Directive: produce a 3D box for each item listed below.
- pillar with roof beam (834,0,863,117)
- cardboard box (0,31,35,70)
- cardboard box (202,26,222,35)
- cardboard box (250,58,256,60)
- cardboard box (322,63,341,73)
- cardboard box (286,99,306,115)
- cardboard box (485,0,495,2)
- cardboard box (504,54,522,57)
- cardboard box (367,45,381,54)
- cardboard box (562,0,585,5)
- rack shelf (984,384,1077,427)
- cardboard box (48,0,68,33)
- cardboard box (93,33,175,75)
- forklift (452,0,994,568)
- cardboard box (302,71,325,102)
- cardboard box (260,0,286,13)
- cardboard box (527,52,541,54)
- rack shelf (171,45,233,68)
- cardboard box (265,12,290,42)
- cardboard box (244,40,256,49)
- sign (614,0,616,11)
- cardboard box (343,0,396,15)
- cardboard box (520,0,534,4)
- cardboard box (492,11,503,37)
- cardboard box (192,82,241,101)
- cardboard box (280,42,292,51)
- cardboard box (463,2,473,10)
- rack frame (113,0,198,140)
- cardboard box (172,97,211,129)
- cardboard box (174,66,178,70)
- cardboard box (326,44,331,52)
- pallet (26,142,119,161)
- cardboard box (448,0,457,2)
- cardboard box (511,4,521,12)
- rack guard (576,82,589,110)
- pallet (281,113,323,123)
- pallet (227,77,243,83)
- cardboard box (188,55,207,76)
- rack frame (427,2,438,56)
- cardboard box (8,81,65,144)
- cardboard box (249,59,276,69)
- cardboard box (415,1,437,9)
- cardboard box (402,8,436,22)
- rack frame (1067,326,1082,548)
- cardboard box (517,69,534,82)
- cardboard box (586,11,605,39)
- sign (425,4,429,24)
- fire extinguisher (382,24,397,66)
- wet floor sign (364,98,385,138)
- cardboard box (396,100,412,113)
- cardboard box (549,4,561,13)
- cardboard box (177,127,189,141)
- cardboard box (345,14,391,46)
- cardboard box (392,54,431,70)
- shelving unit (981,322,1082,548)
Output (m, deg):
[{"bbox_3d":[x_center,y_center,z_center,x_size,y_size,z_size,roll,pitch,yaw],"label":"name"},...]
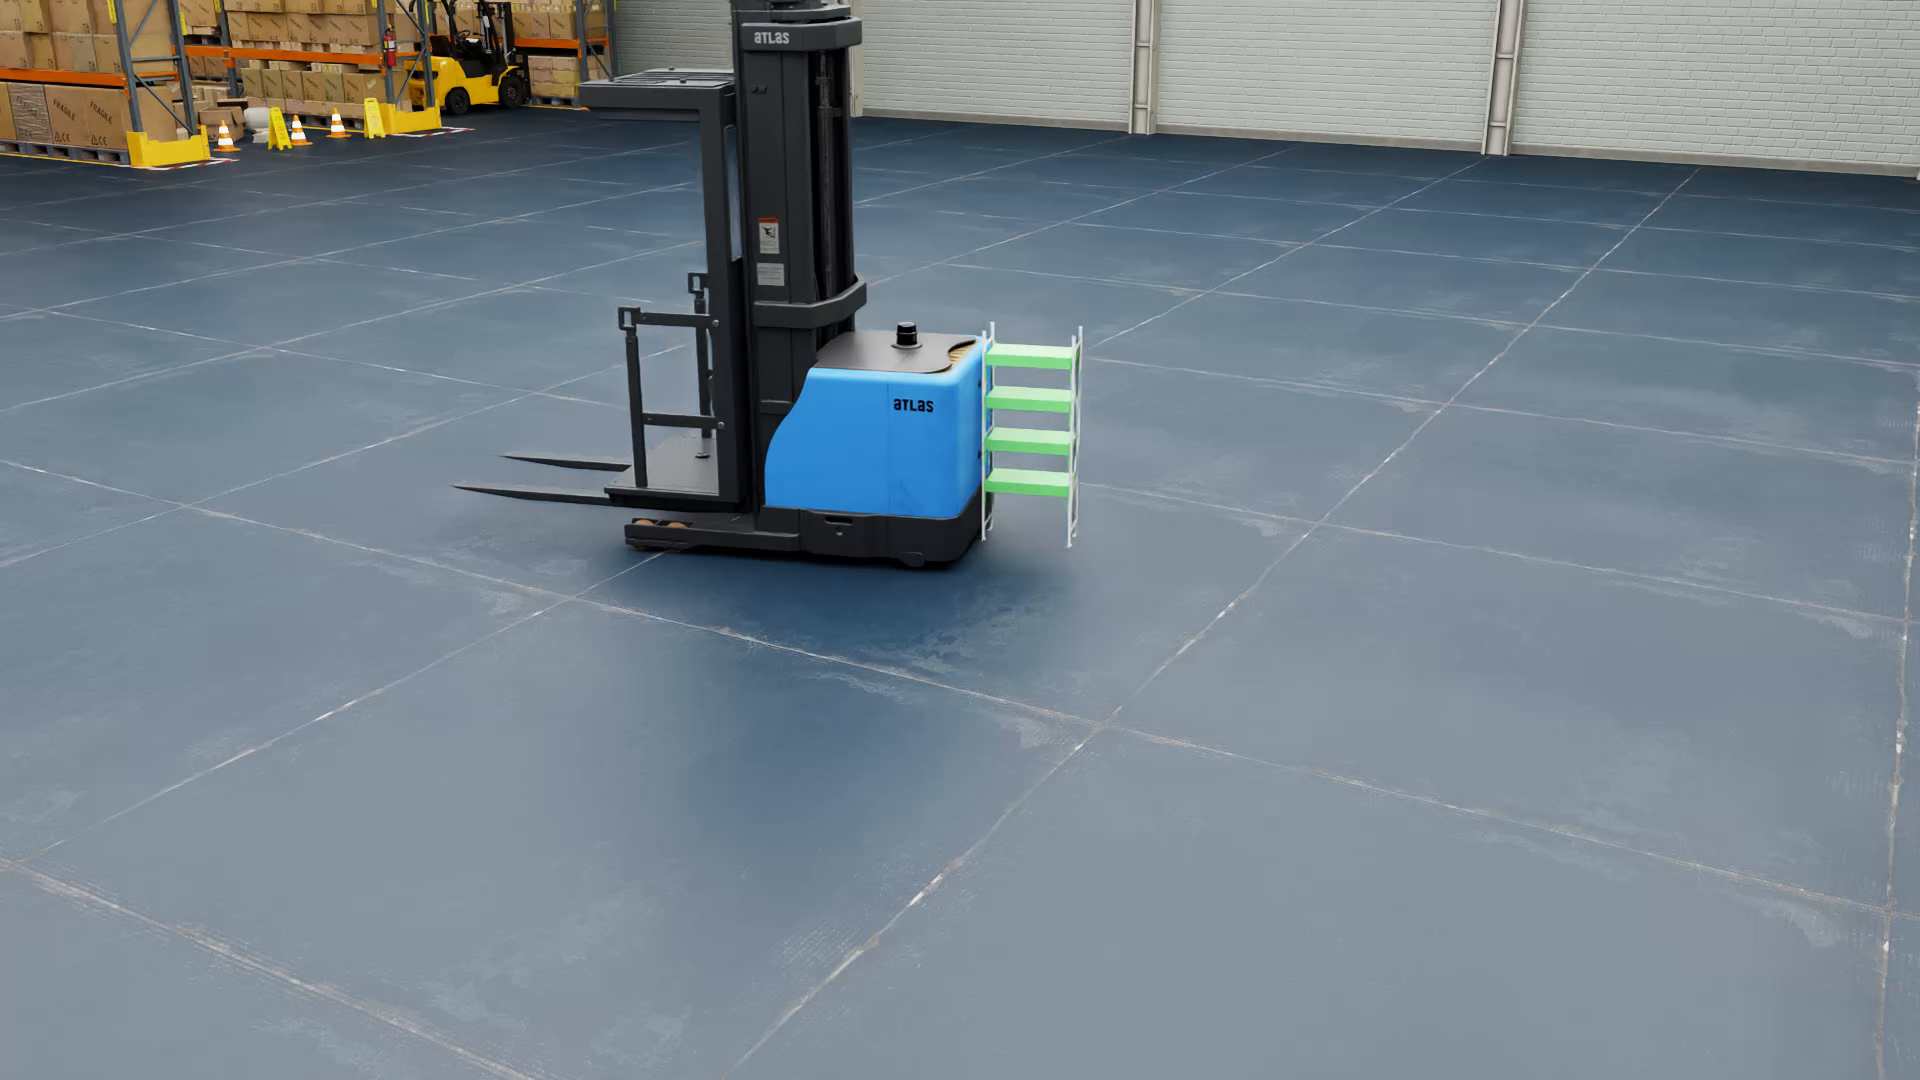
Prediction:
[{"bbox_3d":[-4.180,-10.995,26.480,0.400,9.000,9.100,11,23,27],"label":"pillar with roof beam"},{"bbox_3d":[-14.153,-7.570,25.615,0.550,0.550,0.875,11,23,27],"label":"cardboard box"},{"bbox_3d":[-13.644,-9.340,30.467,0.250,0.149,0.380,11,23,28],"label":"cardboard box"},{"bbox_3d":[-15.499,-10.602,37.244,0.500,0.500,0.500,12,23,30],"label":"cardboard box"},{"bbox_3d":[-10.966,-8.294,29.196,0.250,0.149,0.380,11,23,28],"label":"cardboard box"},{"bbox_3d":[-11.741,-7.811,29.915,0.500,0.250,0.500,10,22,27],"label":"cardboard box"},{"bbox_3d":[-9.346,-10.895,33.468,0.250,0.149,0.380,11,23,27],"label":"cardboard box"},{"bbox_3d":[-9.037,-9.680,33.601,0.500,0.250,0.500,10,22,26],"label":"cardboard box"},{"bbox_3d":[-9.999,-8.472,28.691,0.250,0.149,0.380,12,23,29],"label":"cardboard box"},{"bbox_3d":[-7.566,-10.559,32.541,0.250,0.149,0.380,11,23,27],"label":"cardboard box"},{"bbox_3d":[0.393,-0.742,9.135,0.480,0.148,0.258,4,20,12],"label":"rack shelf"},{"bbox_3d":[-13.147,-7.951,25.081,0.550,0.550,0.875,11,23,27],"label":"cardboard box"},{"bbox_3d":[-12.240,-7.220,24.651,0.550,0.550,0.875,11,23,27],"label":"cardboard box"},{"bbox_3d":[-1.376,-1.476,9.135,3.031,2.935,1.130,4,20,12],"label":"forklift"},{"bbox_3d":[-11.289,-8.077,29.549,0.500,0.500,0.500,10,22,26],"label":"cardboard box"},{"bbox_3d":[-11.921,-9.593,29.364,0.500,0.500,0.700,10,22,26],"label":"cardboard box"},{"bbox_3d":[-8.791,-9.837,34.035,0.500,0.250,0.500,10,22,26],"label":"cardboard box"},{"bbox_3d":[-14.806,-9.252,31.526,4.000,0.370,1.077,11,23,27],"label":"rack shelf"},{"bbox_3d":[-11.930,-9.124,29.536,0.500,0.500,0.500,11,22,27],"label":"cardboard box"},{"bbox_3d":[-12.696,-8.965,30.048,0.250,0.149,0.380,12,23,29],"label":"cardboard box"},{"bbox_3d":[-6.875,-10.679,33.020,0.005,0.325,0.100,11,23,27],"label":"sign"},{"bbox_3d":[-10.120,-9.269,28.469,0.500,0.500,0.700,10,22,26],"label":"cardboard box"},{"bbox_3d":[-8.501,-10.700,32.930,0.250,0.149,0.380,11,23,29],"label":"cardboard box"},{"bbox_3d":[-9.048,-10.376,33.423,0.500,0.500,0.500,11,23,28],"label":"cardboard box"},{"bbox_3d":[-14.148,-8.424,31.428,0.625,0.372,0.950,12,23,31],"label":"cardboard box"},{"bbox_3d":[-11.829,-8.776,29.527,0.250,0.149,0.380,11,23,28],"label":"cardboard box"},{"bbox_3d":[-9.845,-10.815,33.684,0.250,0.149,0.380,11,23,28],"label":"cardboard box"},{"bbox_3d":[-11.894,-7.102,24.544,0.127,3.000,1.000,11,23,27],"label":"rack frame"},{"bbox_3d":[-13.156,-7.174,28.205,0.503,0.637,0.797,11,23,27],"label":"cardboard box"},{"bbox_3d":[-18.256,-10.928,38.658,0.250,0.149,0.380,10,22,26],"label":"cardboard box"},{"bbox_3d":[-10.882,-8.649,29.178,0.250,0.149,0.380,11,23,28],"label":"cardboard box"},{"bbox_3d":[-13.691,-6.104,25.882,1.213,0.211,1.003,11,23,27],"label":"pallet"},{"bbox_3d":[-10.228,-11.075,33.962,0.250,0.149,0.380,11,23,28],"label":"cardboard box"},{"bbox_3d":[-8.722,-10.603,33.097,0.250,0.149,0.380,11,23,28],"label":"cardboard box"},{"bbox_3d":[-7.129,-8.891,33.143,0.348,0.500,1.175,11,23,27],"label":"rack guard"},{"bbox_3d":[-12.456,-7.845,30.683,1.213,0.211,1.003,11,23,27],"label":"pallet"},{"bbox_3d":[-15.829,-10.428,37.805,1.213,0.211,1.003,11,23,27],"label":"pallet"},{"bbox_3d":[-17.314,-10.941,38.178,0.500,0.500,0.500,12,23,30],"label":"cardboard box"},{"bbox_3d":[-10.642,-10.736,34.562,0.127,3.000,1.000,11,23,27],"label":"rack frame"},{"bbox_3d":[-14.082,-6.691,25.912,0.875,0.875,0.875,11,23,28],"label":"cardboard box"},{"bbox_3d":[-12.597,-8.602,30.047,0.250,0.149,0.380,11,23,28],"label":"cardboard box"},{"bbox_3d":[-11.049,-11.078,34.409,0.250,0.149,0.380,12,23,29],"label":"cardboard box"},{"bbox_3d":[-11.196,-10.906,34.517,0.500,0.250,0.500,10,22,26],"label":"cardboard box"},{"bbox_3d":[0.630,-0.558,9.144,0.015,1.200,0.240,4,20,12],"label":"rack frame"},{"bbox_3d":[-8.621,-9.364,33.465,0.500,0.250,0.500,10,22,26],"label":"cardboard box"},{"bbox_3d":[-7.447,-10.282,33.166,0.500,0.500,0.500,12,23,29],"label":"cardboard box"},{"bbox_3d":[-9.303,-9.161,28.950,0.005,0.325,0.100,11,23,27],"label":"sign"},{"bbox_3d":[-9.693,-8.399,28.235,0.183,0.674,0.296,11,23,27],"label":"fire extinguisher"},{"bbox_3d":[-9.924,-7.135,28.089,0.267,0.644,0.232,-16,26,-38],"label":"wet floor sign"},{"bbox_3d":[-10.137,-7.713,29.647,0.500,0.250,0.500,11,22,27],"label":"cardboard box"},{"bbox_3d":[-7.827,-10.430,32.622,0.250,0.149,0.380,11,23,28],"label":"cardboard box"},{"bbox_3d":[-12.987,-6.744,27.567,0.258,0.266,0.396,16,25,36],"label":"cardboard box"},{"bbox_3d":[-10.176,-8.787,28.608,0.500,0.500,0.500,10,22,26],"label":"cardboard box"},{"bbox_3d":[-11.777,-10.031,35.487,0.625,0.625,0.875,11,22,27],"label":"cardboard box"},{"bbox_3d":[0.393,-0.577,9.195,0.503,1.200,0.258,4,20,12],"label":"shelving unit"}]
